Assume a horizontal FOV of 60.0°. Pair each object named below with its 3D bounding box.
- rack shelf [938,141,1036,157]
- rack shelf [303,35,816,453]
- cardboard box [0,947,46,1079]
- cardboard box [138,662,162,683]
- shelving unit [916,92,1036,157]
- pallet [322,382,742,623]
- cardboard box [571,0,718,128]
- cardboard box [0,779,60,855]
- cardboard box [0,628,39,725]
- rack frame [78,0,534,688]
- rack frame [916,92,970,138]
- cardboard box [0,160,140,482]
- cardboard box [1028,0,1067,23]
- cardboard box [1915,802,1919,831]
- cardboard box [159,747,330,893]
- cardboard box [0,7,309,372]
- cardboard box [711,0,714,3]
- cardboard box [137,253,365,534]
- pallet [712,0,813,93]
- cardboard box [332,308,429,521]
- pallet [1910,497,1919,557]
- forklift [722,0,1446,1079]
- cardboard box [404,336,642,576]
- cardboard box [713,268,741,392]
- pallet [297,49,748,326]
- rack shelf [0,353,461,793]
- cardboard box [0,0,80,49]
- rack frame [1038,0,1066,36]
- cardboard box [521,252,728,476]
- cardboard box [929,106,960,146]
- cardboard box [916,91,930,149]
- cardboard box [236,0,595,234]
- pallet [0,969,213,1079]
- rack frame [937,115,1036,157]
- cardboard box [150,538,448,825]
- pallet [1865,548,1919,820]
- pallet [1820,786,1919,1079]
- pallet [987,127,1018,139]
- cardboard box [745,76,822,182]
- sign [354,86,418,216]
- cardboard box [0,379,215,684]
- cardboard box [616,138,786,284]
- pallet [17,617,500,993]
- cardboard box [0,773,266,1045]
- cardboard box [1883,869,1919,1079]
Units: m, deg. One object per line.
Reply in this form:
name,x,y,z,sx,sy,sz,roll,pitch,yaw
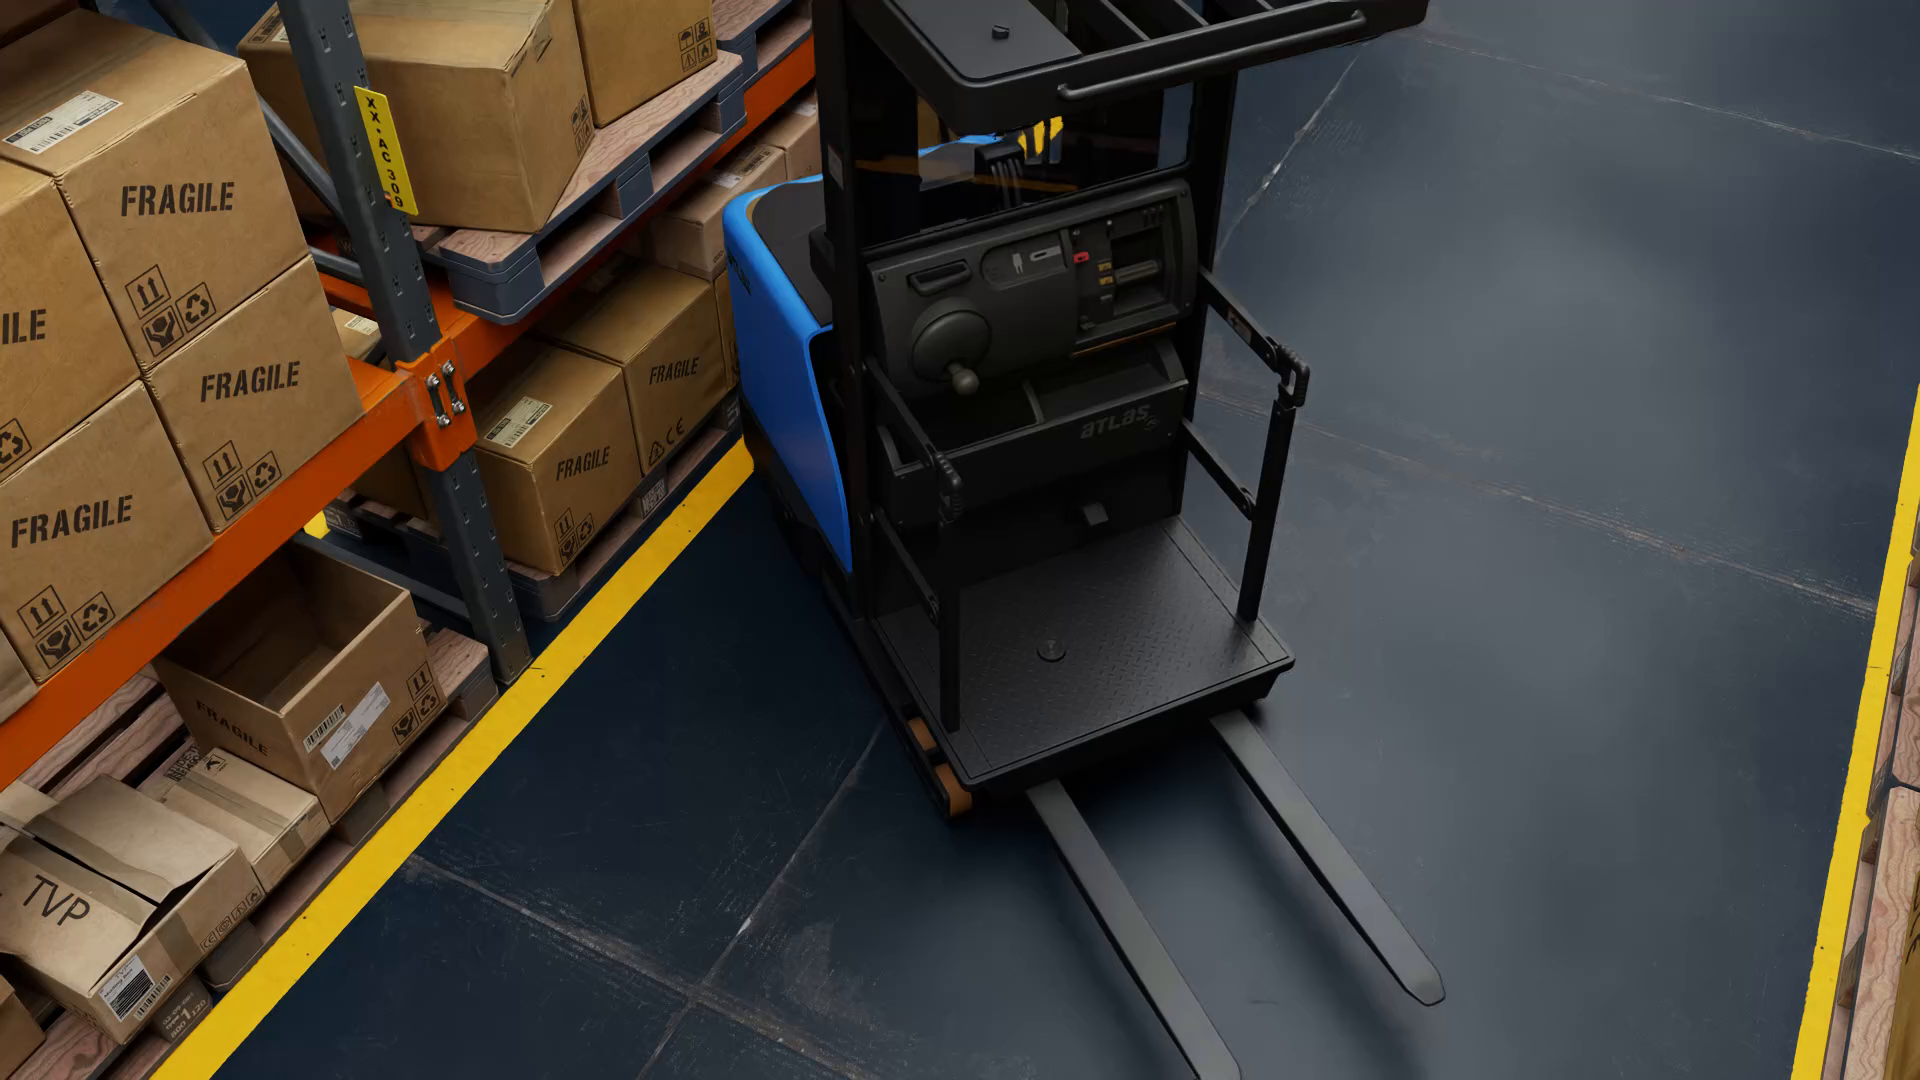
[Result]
rack shelf,0.025,-1.156,6.378,0.431,0.518,0.480,14,46,23
rack shelf,-0.916,-1.796,5.922,1.077,0.370,4.000,20,49,19
cardboard box,-2.712,1.119,3.981,0.797,0.503,0.637,20,49,19
cardboard box,-2.231,0.195,5.030,0.500,0.311,0.500,20,49,19
shelving unit,-0.051,-1.687,5.907,0.431,2.100,0.503,14,46,23
pallet,-1.501,-0.334,5.931,1.003,0.211,1.213,20,49,19
cardboard box,-1.164,-1.650,4.907,0.700,0.500,0.500,28,52,25
cardboard box,-2.624,0.794,4.539,0.380,0.166,0.250,20,49,19
cardboard box,-2.324,0.225,3.348,0.500,0.500,0.500,22,49,20
rack frame,-1.845,-0.789,4.421,1.000,3.000,0.127,20,49,19
rack frame,-0.158,-1.533,5.751,0.400,2.100,0.015,14,46,23
cardboard box,-2.086,-0.448,3.310,0.500,0.500,0.500,20,49,18
cardboard box,0.515,-2.723,7.970,0.500,0.250,0.500,20,49,19
cardboard box,3.141,0.439,4.423,0.750,0.750,0.750,22,49,20
cardboard box,-1.979,0.767,4.578,0.380,0.149,0.250,20,49,19
cardboard box,-1.850,-0.772,3.630,0.500,0.500,0.500,21,49,19
cardboard box,-1.079,-2.105,5.356,0.700,0.500,0.500,9,46,9
cardboard box,-1.850,-0.424,3.990,0.500,0.500,0.500,21,49,20
pallet,-0.887,-2.015,5.767,1.003,0.211,1.213,20,49,19
cardboard box,-1.870,-0.470,5.554,0.500,0.500,0.500,20,49,19
pallet,3.969,-0.224,5.823,1.003,0.211,1.213,20,49,19
forklift,0.304,-0.570,4.253,1.130,2.935,3.031,-19,48,-17
cardboard box,-1.404,-0.289,5.375,0.500,0.500,0.500,18,48,17
cardboard box,-0.928,-0.941,6.019,0.500,0.500,0.500,21,49,20
pallet,-1.377,-1.189,4.951,1.003,0.211,1.213,20,49,19
rack shelf,-2.773,0.724,3.431,1.077,0.370,4.000,20,49,19
cardboard box,-2.313,-0.972,3.828,0.500,0.500,0.500,22,49,20
rack frame,0.012,-3.309,6.911,1.000,3.000,0.127,20,49,19
cardboard box,-1.167,-0.629,5.711,0.500,0.500,0.500,21,49,20
cardboard box,-0.214,-1.918,6.985,0.500,0.500,0.500,22,49,21
cardboard box,-0.455,-1.592,6.663,0.500,0.500,0.500,19,48,18
cardboard box,-1.427,-1.196,4.458,0.700,0.500,0.500,6,46,6
pallet,-2.730,1.395,4.223,1.003,0.211,1.213,20,49,19
rack frame,0.056,-1.840,6.063,0.400,2.100,0.015,14,46,23
cardboard box,-1.858,0.388,4.706,0.500,0.500,0.500,20,49,19
pallet,3.401,0.542,5.066,1.003,0.211,1.213,20,49,19
pallet,2.836,1.313,4.303,1.003,0.211,1.213,20,49,19
pallet,-0.368,-1.871,7.451,1.003,0.211,1.213,20,49,19
cardboard box,-0.708,-1.499,6.043,0.500,0.250,0.500,20,49,18
sign,-1.361,-0.919,3.941,0.100,0.325,0.005,20,49,19
cardboard box,-2.088,-0.099,3.669,0.500,0.500,0.500,22,49,20
cardboard box,-0.940,-1.183,5.731,0.500,0.250,0.500,21,49,19
pallet,-2.164,0.624,4.985,1.003,0.211,1.213,20,49,19
cardboard box,-2.206,0.927,4.306,0.500,0.311,0.500,20,49,19
cardboard box,2.731,1.000,3.869,0.750,0.750,0.750,21,49,19
